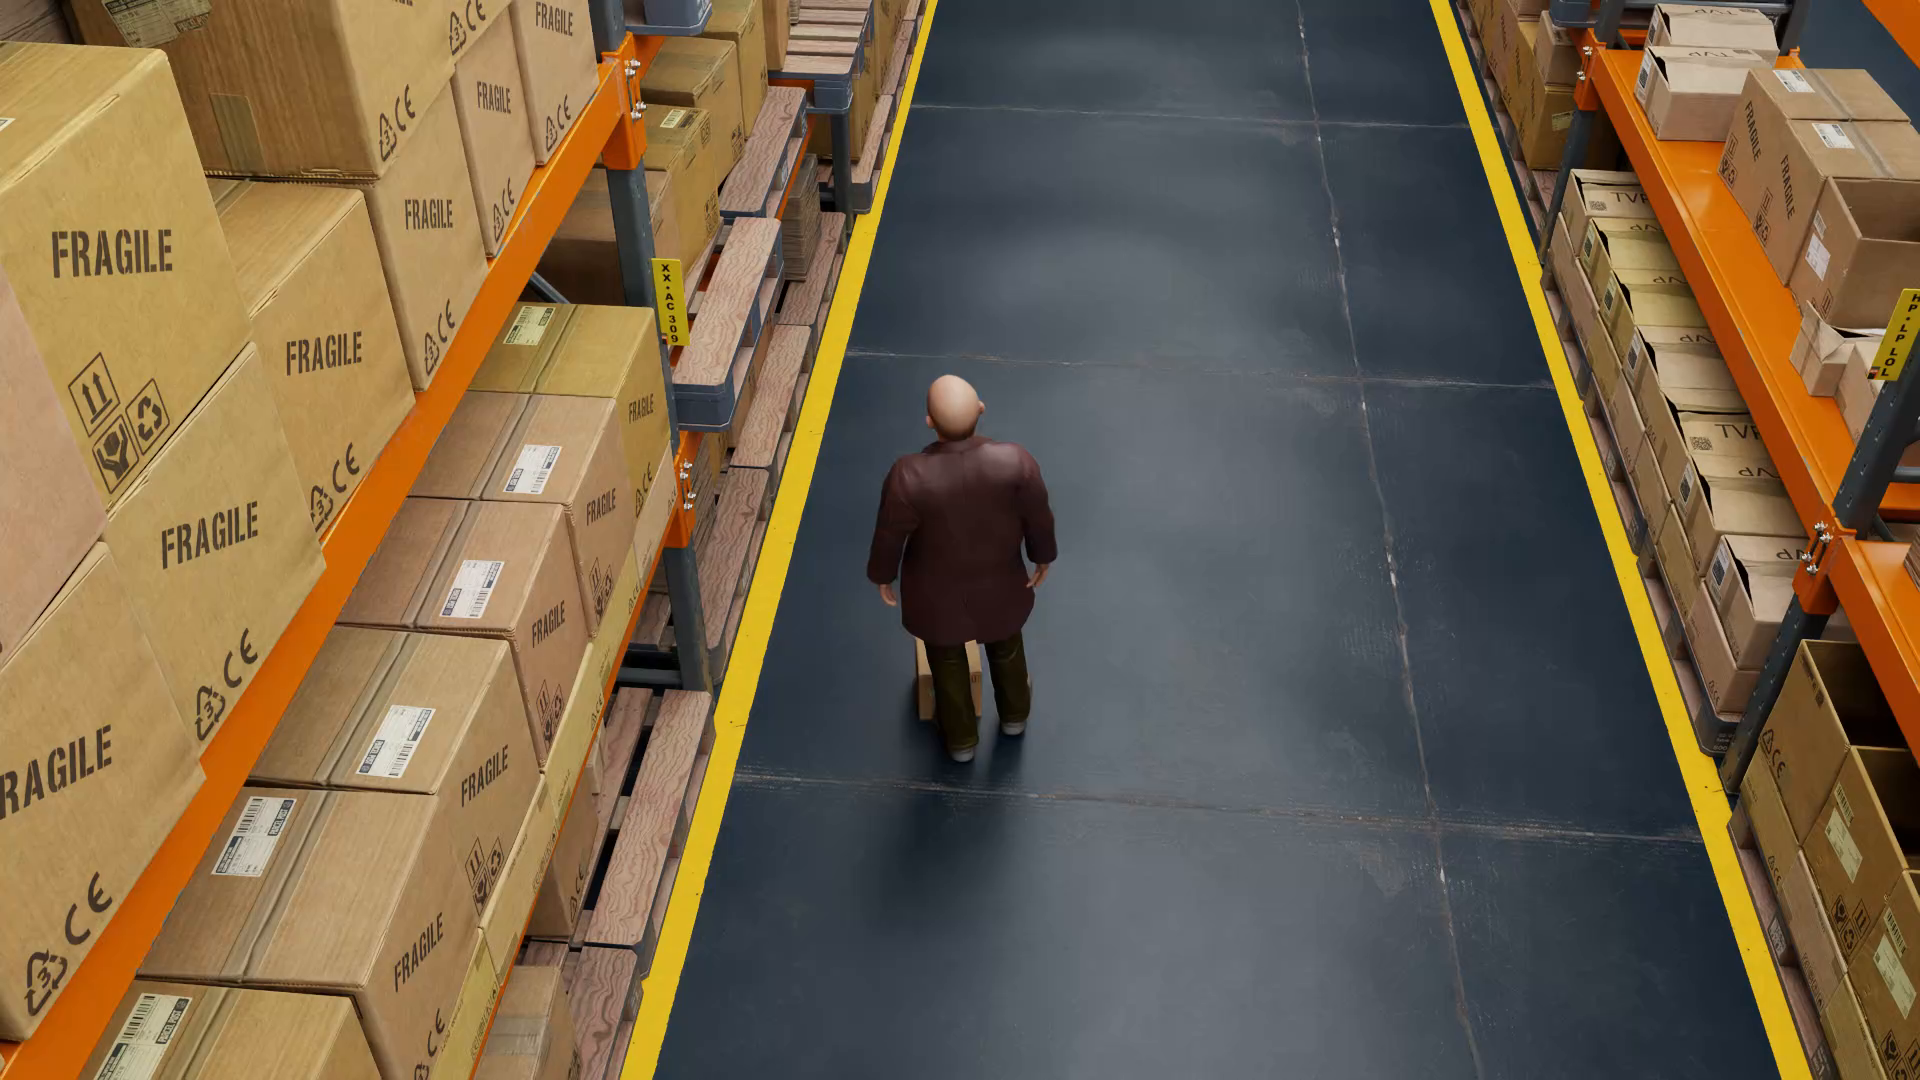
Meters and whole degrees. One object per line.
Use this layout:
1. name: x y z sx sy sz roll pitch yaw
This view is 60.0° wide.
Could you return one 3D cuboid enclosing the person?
1. person: 0.000 0.067 6.073 0.694 1.776 0.582 -4 40 -5
